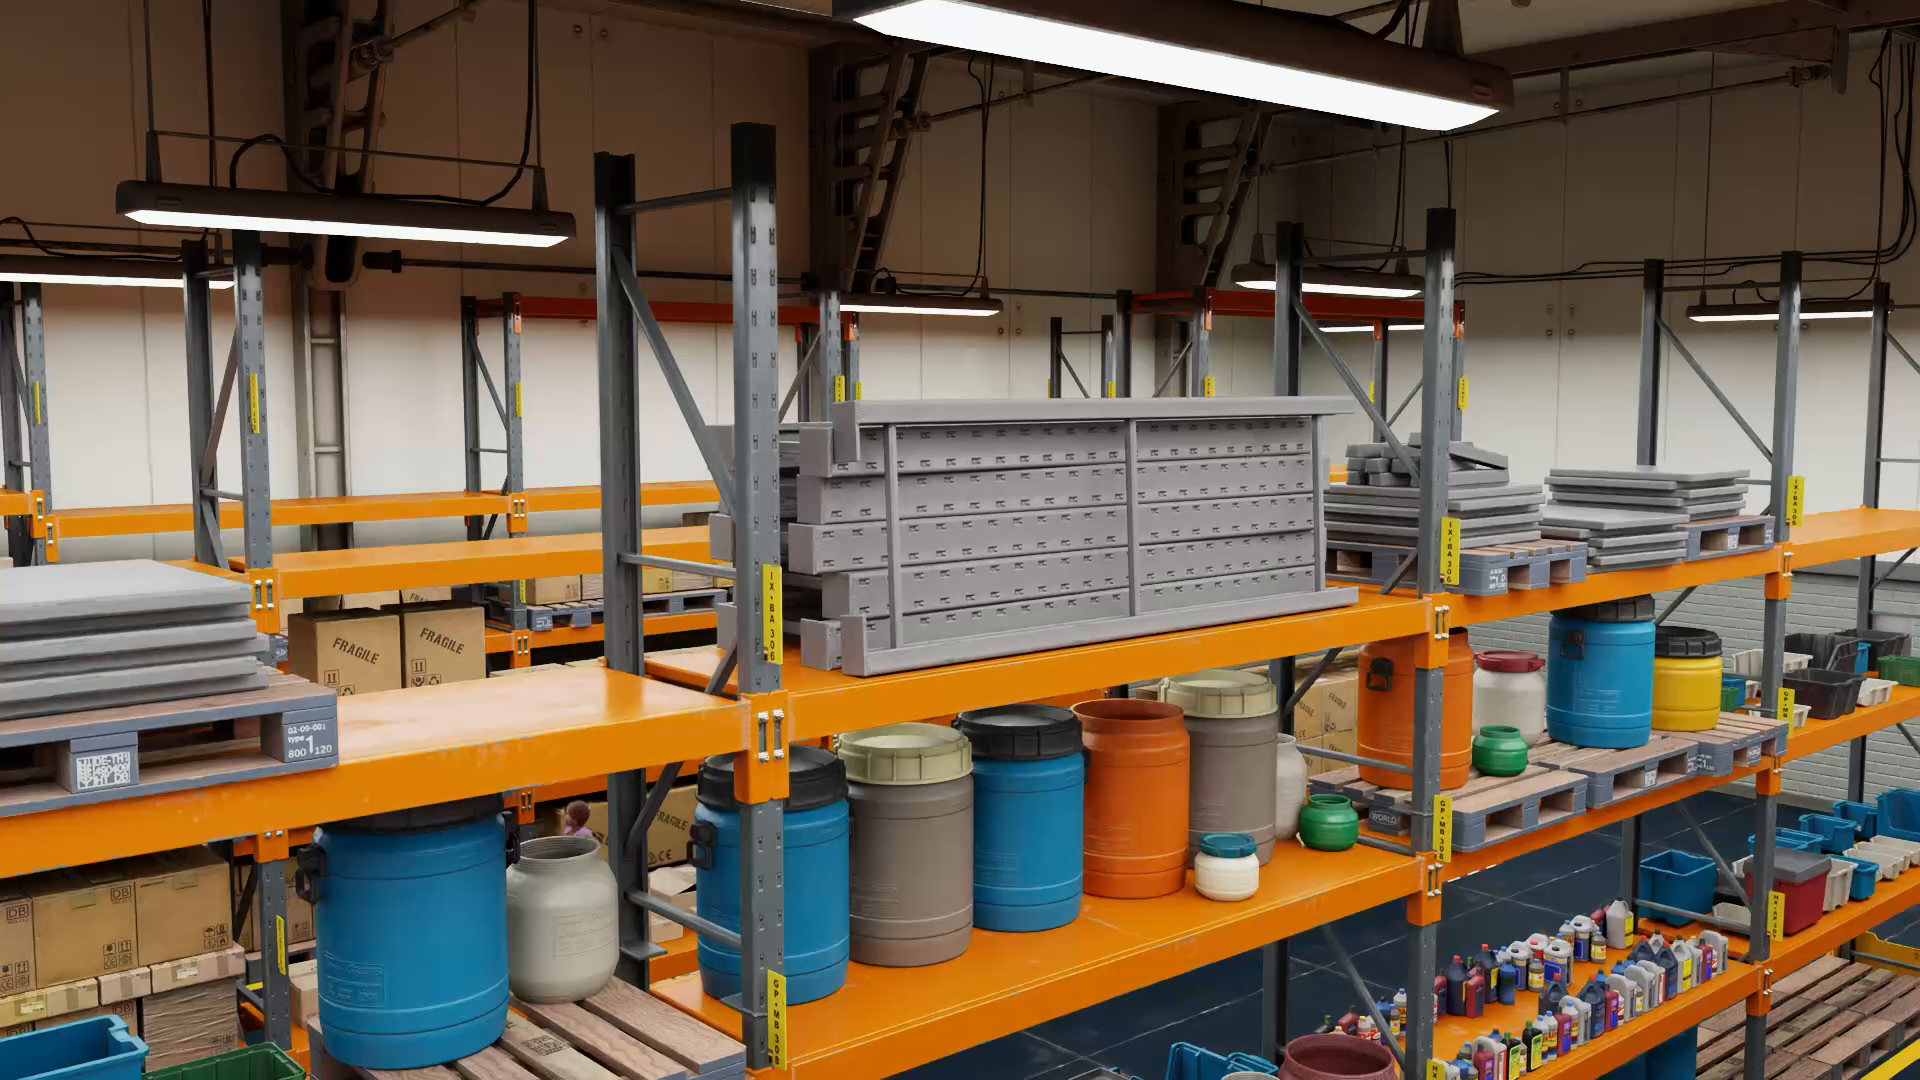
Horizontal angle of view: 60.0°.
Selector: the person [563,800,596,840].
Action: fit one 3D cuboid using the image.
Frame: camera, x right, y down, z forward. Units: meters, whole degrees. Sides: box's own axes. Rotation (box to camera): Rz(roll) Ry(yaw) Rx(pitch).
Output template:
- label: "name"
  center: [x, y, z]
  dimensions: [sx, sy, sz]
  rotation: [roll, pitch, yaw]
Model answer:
- label: "person"
  center: [-3.249, 3.022, 14.207]
  dimensions: [0.522, 1.636, 0.690]
  rotation: [5, 7, 41]
